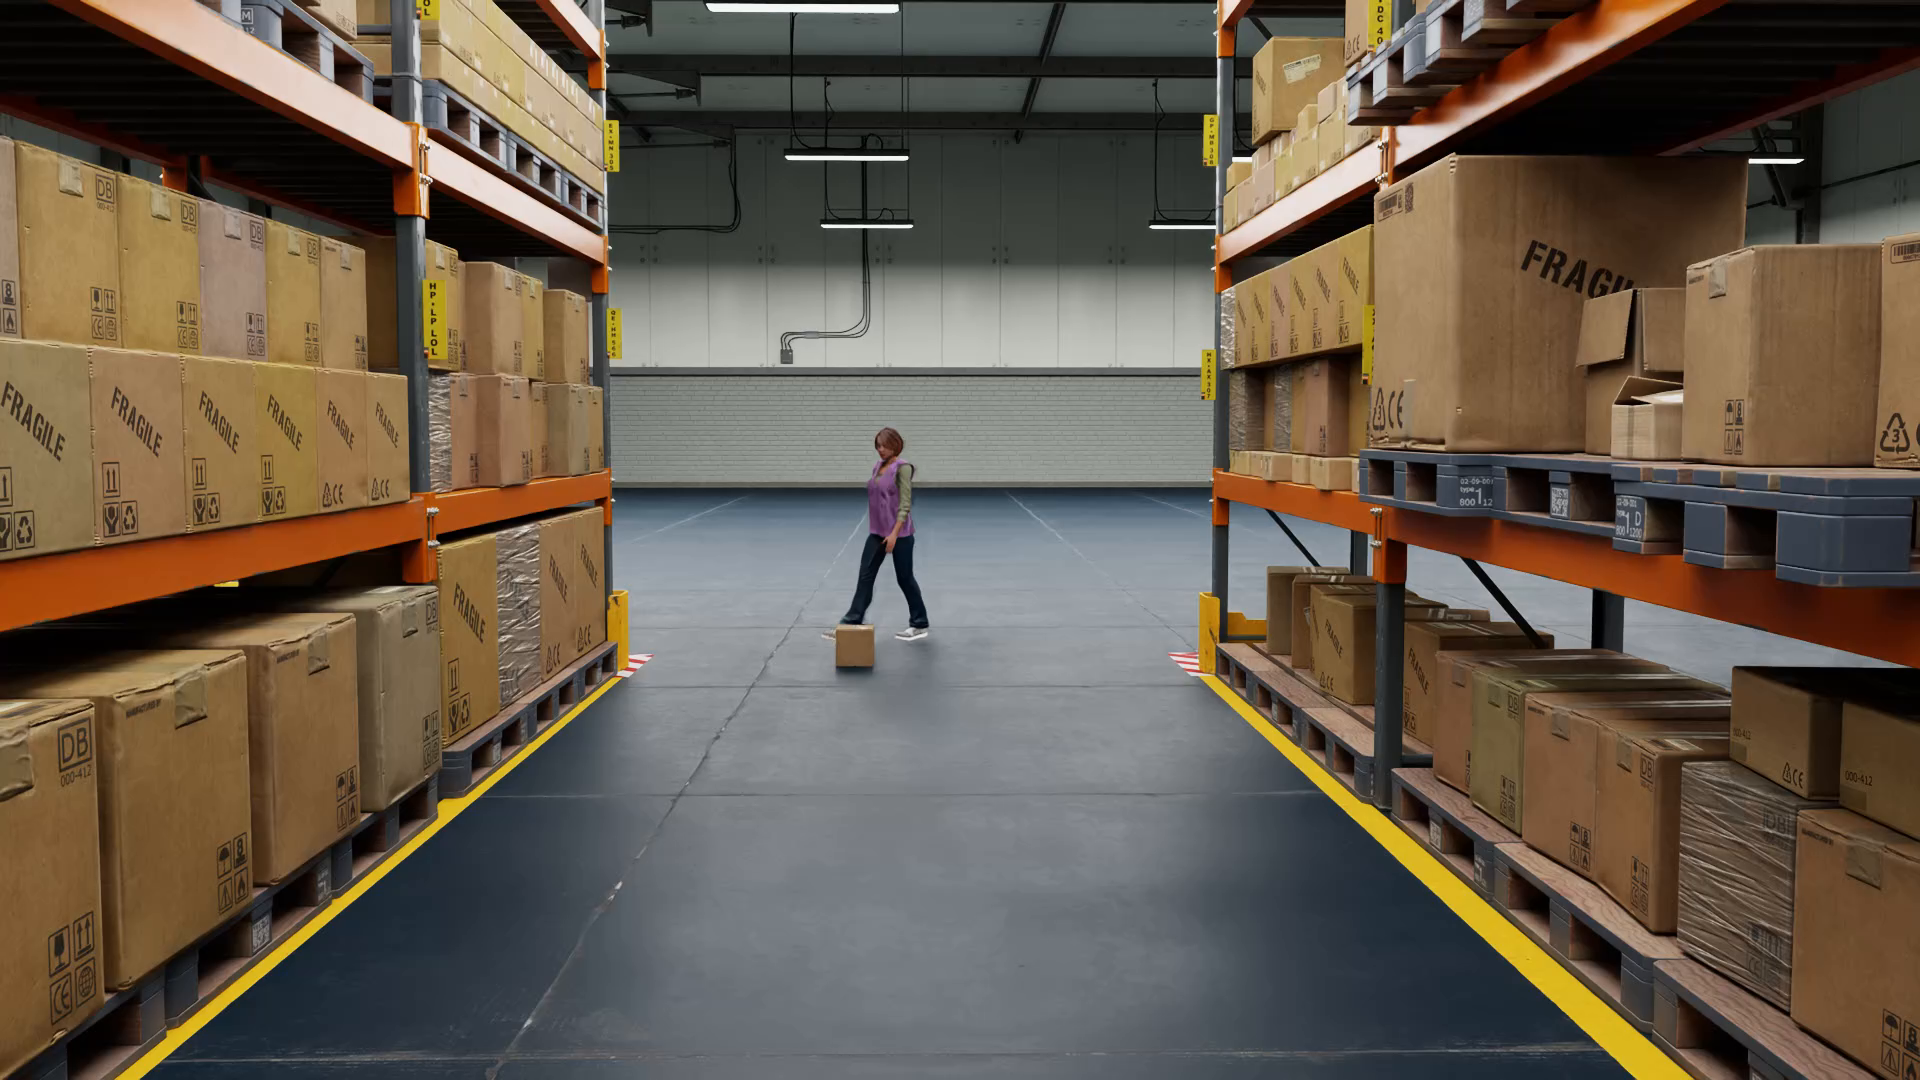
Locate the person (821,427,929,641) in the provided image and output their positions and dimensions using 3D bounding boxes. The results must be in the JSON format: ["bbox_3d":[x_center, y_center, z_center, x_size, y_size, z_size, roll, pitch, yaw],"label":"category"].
[{"bbox_3d":[-0.561,-0.030,12.040,0.826,1.567,0.467,-4,6,-45],"label":"person"}]
